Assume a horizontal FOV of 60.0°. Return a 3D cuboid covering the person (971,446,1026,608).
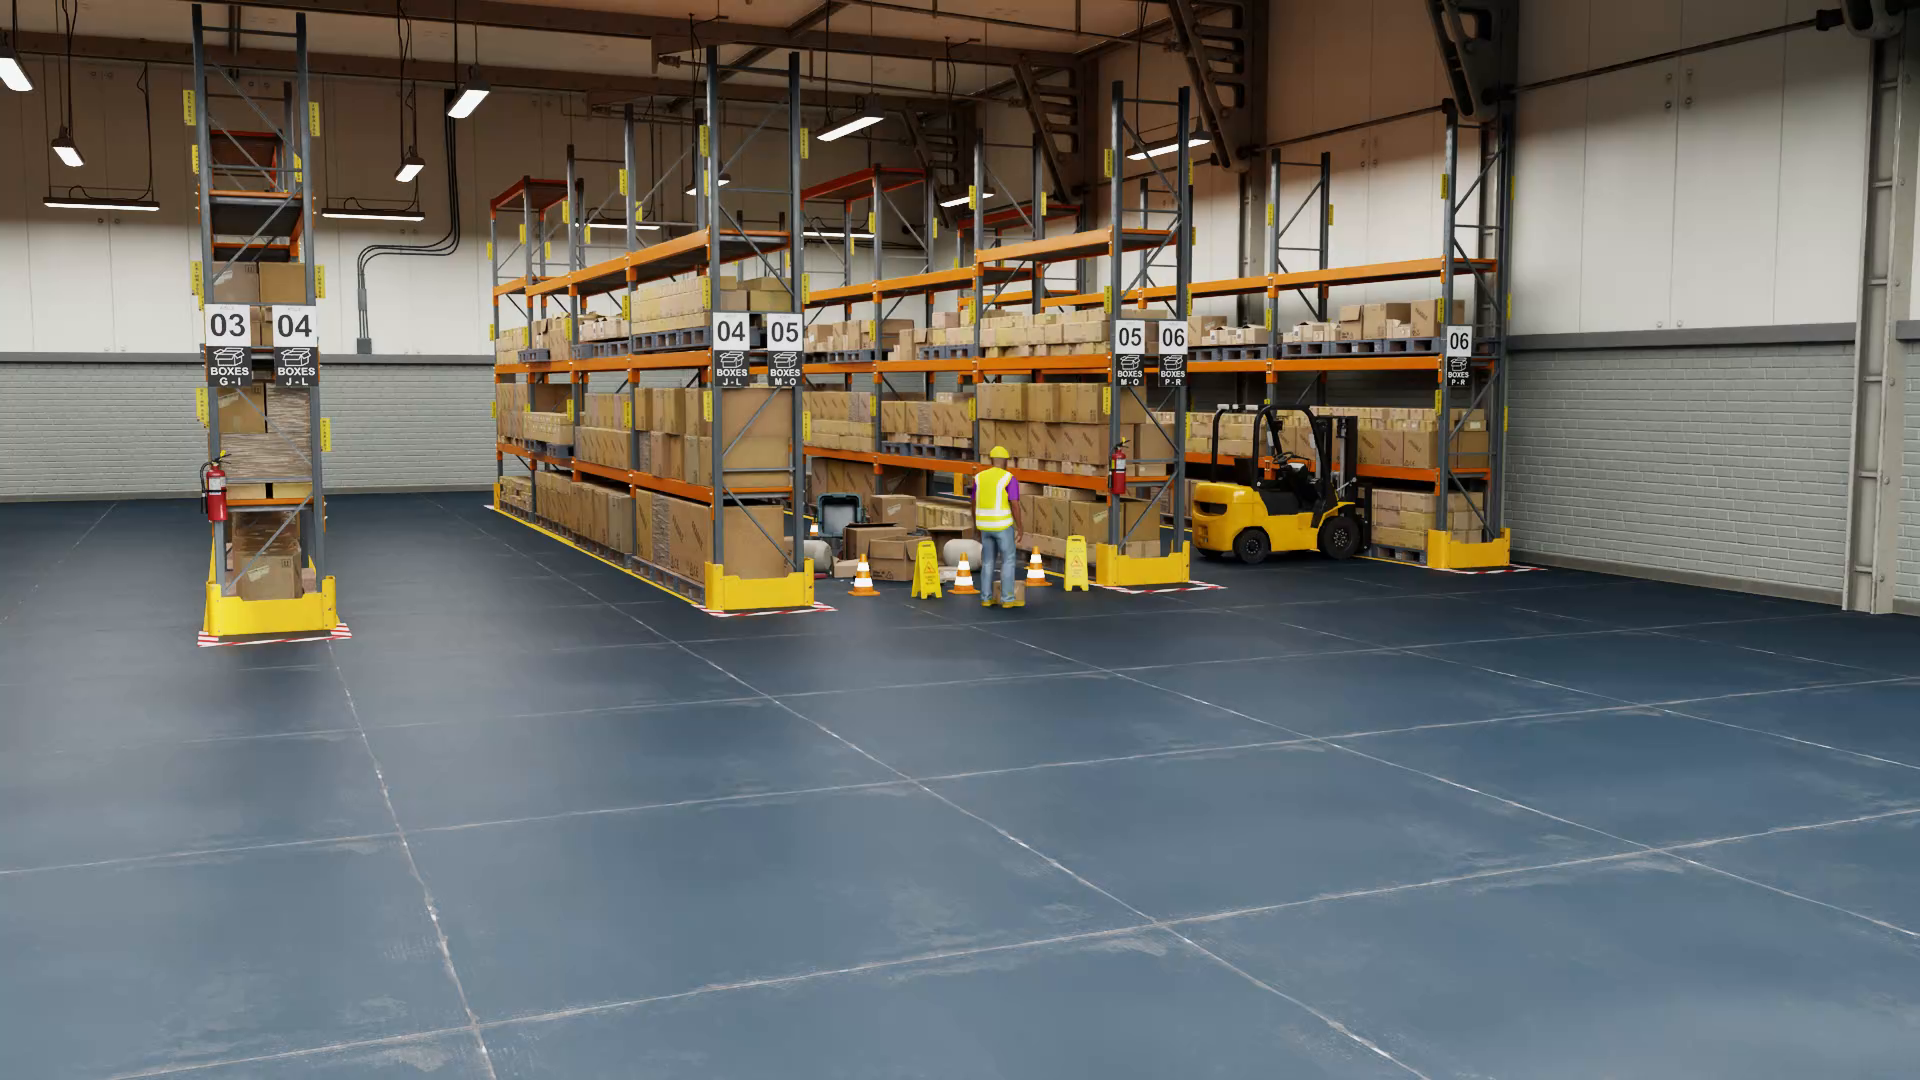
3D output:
[{"bbox_3d":[0.415,-0.148,18.252,0.619,1.759,0.461,4,6,34],"label":"person"}]
